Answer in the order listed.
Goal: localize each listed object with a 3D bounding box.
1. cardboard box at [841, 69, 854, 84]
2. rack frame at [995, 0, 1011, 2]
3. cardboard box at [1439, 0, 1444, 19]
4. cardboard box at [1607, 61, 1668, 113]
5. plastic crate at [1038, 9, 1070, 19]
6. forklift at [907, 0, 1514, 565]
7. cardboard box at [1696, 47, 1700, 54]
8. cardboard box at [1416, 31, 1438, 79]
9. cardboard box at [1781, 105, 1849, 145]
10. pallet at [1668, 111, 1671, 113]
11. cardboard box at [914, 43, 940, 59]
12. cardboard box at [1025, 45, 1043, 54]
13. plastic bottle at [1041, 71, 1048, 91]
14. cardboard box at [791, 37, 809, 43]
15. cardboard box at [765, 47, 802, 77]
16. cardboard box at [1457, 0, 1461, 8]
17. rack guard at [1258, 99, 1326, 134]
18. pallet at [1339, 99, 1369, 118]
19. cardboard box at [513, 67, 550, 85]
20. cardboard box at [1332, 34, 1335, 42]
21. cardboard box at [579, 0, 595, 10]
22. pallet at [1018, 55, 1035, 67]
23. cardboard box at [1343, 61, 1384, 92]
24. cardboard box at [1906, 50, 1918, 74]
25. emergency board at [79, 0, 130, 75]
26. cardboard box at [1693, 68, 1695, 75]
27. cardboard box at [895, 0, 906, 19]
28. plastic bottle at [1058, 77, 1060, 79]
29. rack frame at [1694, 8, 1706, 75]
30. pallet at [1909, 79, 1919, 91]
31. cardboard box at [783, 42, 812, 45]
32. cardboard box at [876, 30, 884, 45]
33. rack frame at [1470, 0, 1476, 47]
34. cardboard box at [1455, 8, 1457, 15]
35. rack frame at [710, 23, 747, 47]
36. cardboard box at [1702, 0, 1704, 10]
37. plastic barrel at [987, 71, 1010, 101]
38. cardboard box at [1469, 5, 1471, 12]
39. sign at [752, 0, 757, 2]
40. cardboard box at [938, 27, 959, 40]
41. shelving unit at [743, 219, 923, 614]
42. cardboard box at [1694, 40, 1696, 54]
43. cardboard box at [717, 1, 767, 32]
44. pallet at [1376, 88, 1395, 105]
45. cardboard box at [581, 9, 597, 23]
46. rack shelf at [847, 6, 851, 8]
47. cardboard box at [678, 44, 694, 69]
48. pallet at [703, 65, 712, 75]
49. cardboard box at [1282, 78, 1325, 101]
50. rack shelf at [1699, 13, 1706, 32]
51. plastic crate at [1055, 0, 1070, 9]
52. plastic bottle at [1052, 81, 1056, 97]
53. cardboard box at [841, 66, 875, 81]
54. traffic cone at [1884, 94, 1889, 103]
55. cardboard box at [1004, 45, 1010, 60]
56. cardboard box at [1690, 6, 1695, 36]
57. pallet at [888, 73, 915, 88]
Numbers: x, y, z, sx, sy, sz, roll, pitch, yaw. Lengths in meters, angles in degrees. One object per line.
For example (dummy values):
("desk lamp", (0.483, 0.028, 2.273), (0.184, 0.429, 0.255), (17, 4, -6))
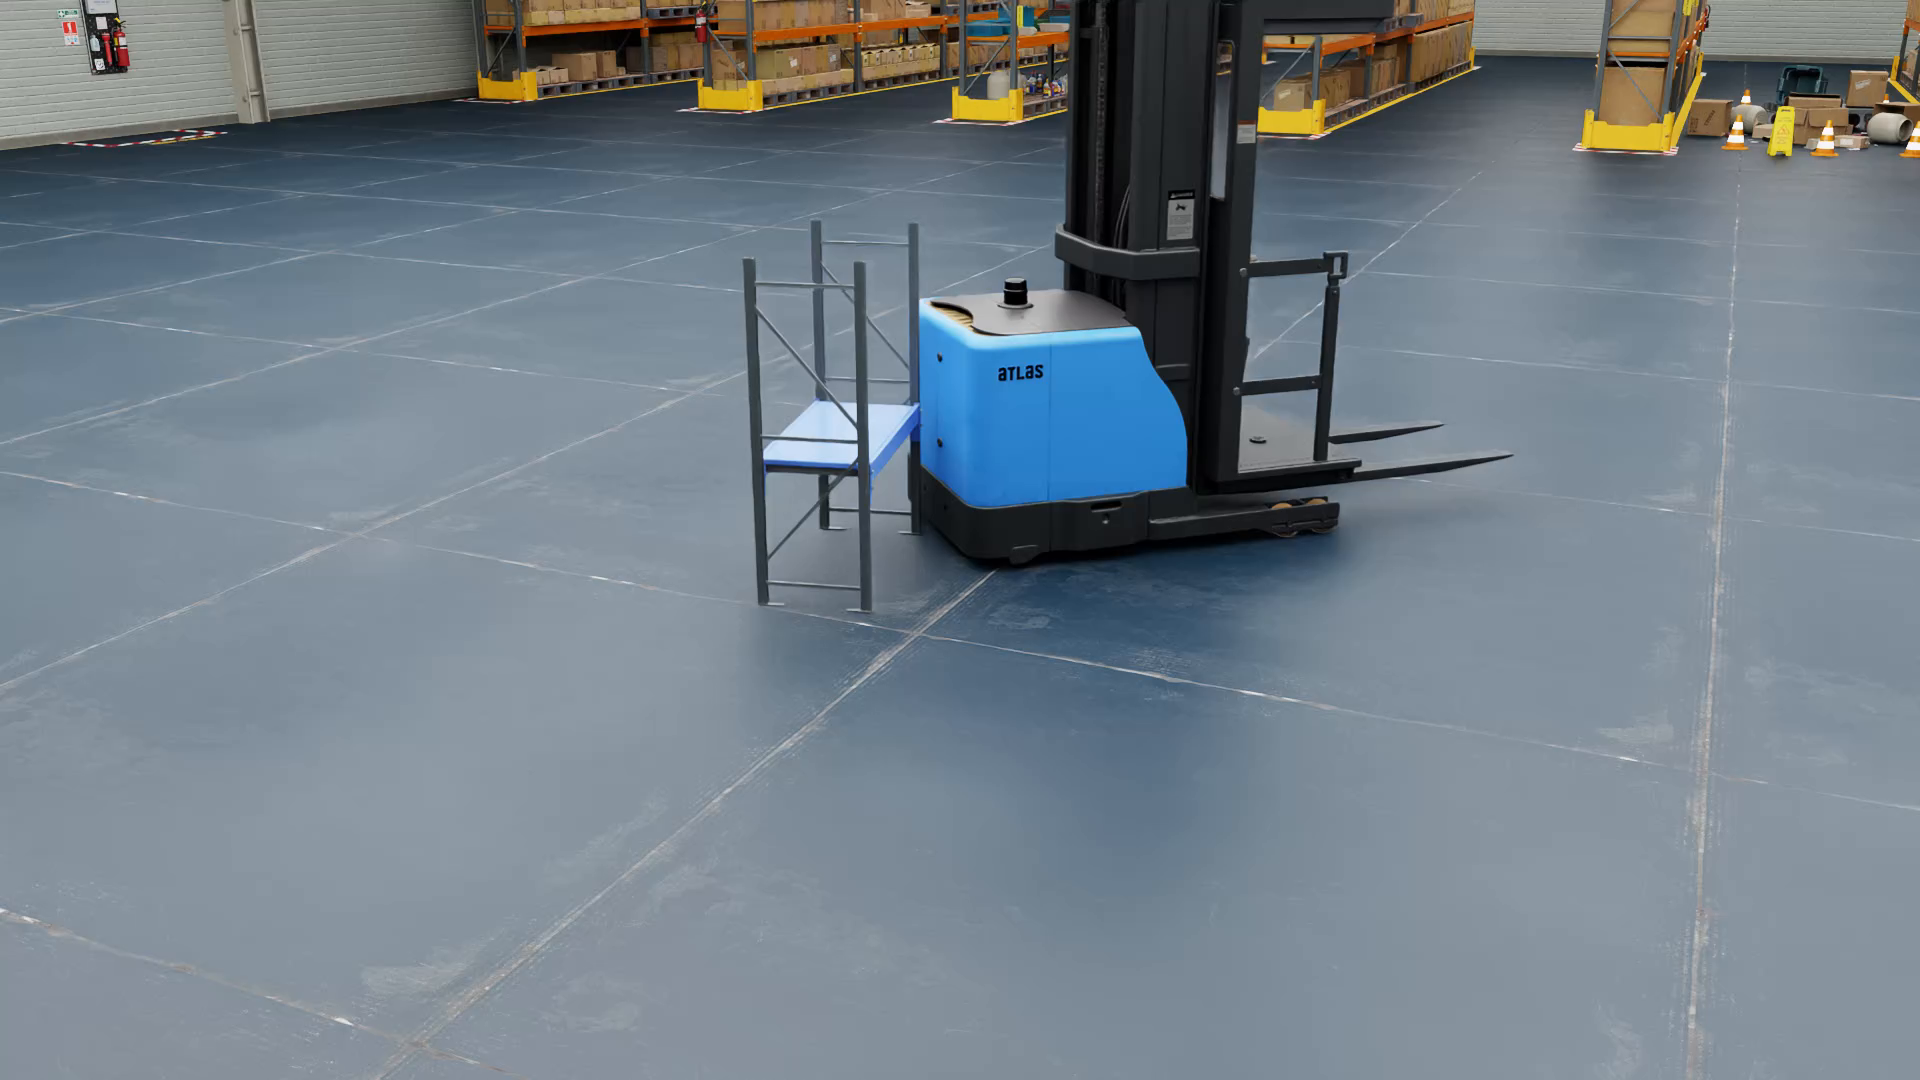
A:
("cardboard box", (-2.404, -9.019, 32.329), (0.500, 0.250, 0.500), (9, 21, 23))
("rack frame", (0.862, -12.734, 39.298), (1.000, 3.000, 0.127), (9, 21, 23))
("cardboard box", (9.747, -11.090, 34.526), (0.500, 0.500, 0.500), (9, 22, 24))
("cardboard box", (10.044, -6.676, 24.809), (0.875, 0.875, 0.875), (8, 21, 22))
("plastic crate", (1.773, -9.436, 30.117), (0.767, 0.338, 0.504), (9, 21, 23))
("forklift", (1.312, -1.550, 7.953), (3.031, 2.935, 1.130), (-7, 21, -18))
("cardboard box", (15.889, -10.658, 36.200), (0.380, 0.149, 0.250), (8, 21, 21))
("cardboard box", (8.934, -9.827, 33.669), (1.225, 0.875, 0.875), (9, 21, 23))
("cardboard box", (12.435, -6.053, 24.239), (0.797, 0.503, 0.637), (-5, 20, -15))
("pallet", (10.723, -6.681, 26.440), (1.003, 0.211, 1.213), (9, 21, 23))
("cardboard box", (-0.766, -10.484, 35.611), (0.500, 0.311, 0.500), (9, 22, 24))
("cardboard box", (1.627, -12.340, 41.260), (0.797, 0.503, 0.637), (9, 21, 23))
("plastic bottle", (1.526, -8.357, 30.288), (0.144, 0.351, 0.185), (9, 21, 23))
("cardboard box", (-4.168, -12.109, 40.122), (0.750, 0.750, 0.750), (9, 22, 24))
("cardboard box", (-3.233, -8.762, 30.488), (0.500, 0.500, 0.500), (9, 21, 23))
("cardboard box", (10.745, -11.861, 36.624), (0.500, 0.250, 0.500), (9, 22, 24))
("rack guard", (5.015, -6.551, 25.642), (1.175, 0.500, 0.348), (9, 21, 23))
("pallet", (6.380, -7.404, 28.473), (1.003, 0.211, 1.213), (9, 21, 23))
("cardboard box", (-8.207, -8.884, 31.828), (0.500, 0.311, 0.500), (6, 20, 17))
("cardboard box", (5.638, -7.869, 25.993), (0.380, 0.149, 0.250), (9, 21, 23))
("cardboard box", (-7.474, -10.607, 32.393), (0.500, 0.500, 0.500), (9, 22, 24))
("pallet", (1.144, -11.630, 40.355), (1.003, 0.211, 1.213), (9, 21, 23))
("cardboard box", (7.335, -8.456, 30.345), (0.700, 0.500, 0.500), (7, 21, 18))
("cardboard box", (20.398, -10.012, 34.841), (0.875, 0.438, 0.875), (8, 21, 21))
("emergency board", (-12.579, -7.492, 24.560), (0.194, 1.169, 0.643), (9, 21, 23))
("cardboard box", (14.933, -9.665, 34.297), (0.380, 0.149, 0.250), (9, 22, 24))
("cardboard box", (-1.448, -11.043, 34.395), (0.500, 0.500, 0.500), (7, 21, 20))
("plastic bottle", (1.788, -8.147, 29.799), (0.061, 0.283, 0.133), (9, 21, 23))
("rack frame", (16.020, -11.885, 36.911), (1.000, 3.000, 0.127), (9, 21, 23))
("pallet", (19.322, -8.922, 32.740), (1.003, 0.211, 1.213), (9, 21, 23))
("cardboard box", (-3.087, -9.291, 31.976), (0.500, 0.500, 0.500), (9, 21, 23))
("cardboard box", (-2.421, -13.275, 43.923), (0.700, 0.500, 0.500), (8, 21, 23))
("rack frame", (11.536, -12.596, 38.911), (1.000, 3.000, 0.127), (9, 21, 23))
("cardboard box", (10.644, -11.541, 36.320), (0.380, 0.149, 0.250), (8, 21, 21))
("rack frame", (-5.297, -12.190, 37.768), (1.000, 3.000, 0.127), (9, 21, 23))
("cardboard box", (15.011, -11.118, 34.162), (0.500, 0.500, 0.500), (9, 21, 23))
("plastic barrel", (0.665, -7.622, 28.011), (0.421, 0.512, 0.421), (0, 20, 0))
("cardboard box", (11.482, -12.167, 38.080), (0.380, 0.149, 0.250), (9, 21, 23))
("sign", (-3.548, -9.433, 28.606), (0.100, 0.325, 0.005), (9, 21, 23))
("cardboard box", (-0.173, -11.543, 37.905), (0.500, 0.250, 0.500), (8, 21, 22))
("shelving unit", (-0.529, -0.579, 7.359), (0.538, 1.500, 1.048), (4, 20, 10))
("cardboard box", (14.308, -9.773, 32.957), (0.500, 0.250, 0.500), (8, 21, 21))
("cardboard box", (-3.849, -9.254, 29.363), (0.700, 0.500, 0.500), (9, 21, 23))
("pallet", (7.438, -8.227, 30.786), (1.003, 0.211, 1.213), (9, 21, 23))
("cardboard box", (-7.460, -10.258, 32.531), (0.500, 0.250, 0.500), (9, 21, 23))
("rack shelf", (-2.840, -13.685, 43.046), (1.077, 0.370, 4.000), (9, 21, 23))
("cardboard box", (-6.237, -10.539, 36.200), (0.700, 0.500, 0.500), (9, 21, 23))
("pallet", (-5.618, -10.637, 37.564), (1.003, 0.211, 1.213), (9, 21, 23))
("cardboard box", (5.469, -7.101, 26.564), (0.500, 0.500, 0.500), (15, 25, 37))
("rack shelf", (15.201, -10.934, 35.312), (1.077, 0.370, 4.000), (9, 21, 23))
("plastic crate", (2.023, -9.828, 31.031), (0.402, 0.464, 0.583), (9, 21, 23))
("plastic bottle", (1.633, -7.923, 29.185), (0.097, 0.271, 0.097), (0, 20, 0))
("cardboard box", (-2.023, -9.280, 33.063), (0.500, 0.250, 0.500), (8, 21, 21))
("traffic cone", (14.894, -6.944, 26.804), (0.336, 0.463, 0.334), (9, 21, 23))
("cardboard box", (0.922, -11.573, 39.109), (0.500, 0.500, 0.500), (8, 21, 22))
("cardboard box", (11.980, -8.694, 27.790), (0.500, 0.500, 0.500), (8, 21, 22))
("pallet", (-1.649, -9.579, 34.590), (1.003, 0.211, 1.213), (9, 21, 23))
